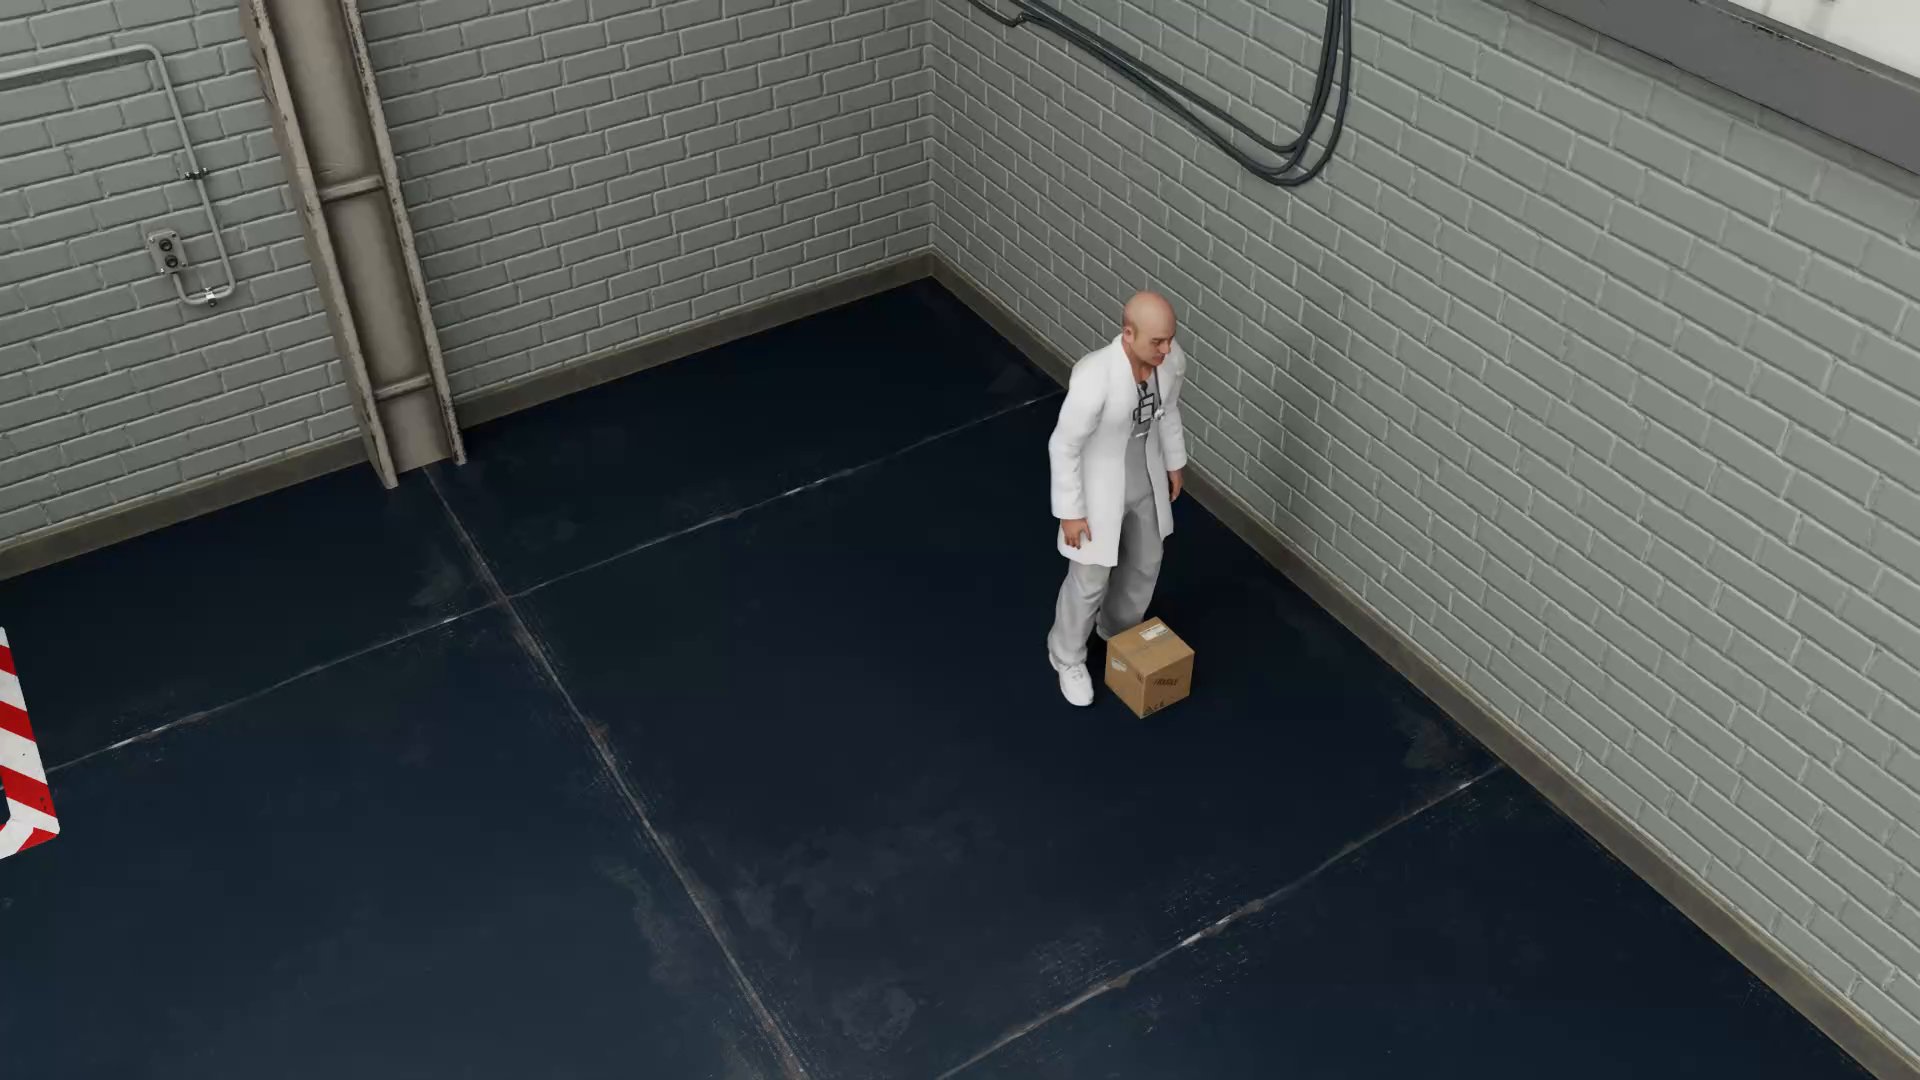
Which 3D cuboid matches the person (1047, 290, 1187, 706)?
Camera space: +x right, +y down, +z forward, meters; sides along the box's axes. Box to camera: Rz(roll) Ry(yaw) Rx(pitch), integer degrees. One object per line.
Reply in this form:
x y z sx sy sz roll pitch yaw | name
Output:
0.619 -0.192 6.397 0.649 1.773 0.433 -25 46 -27 | person
